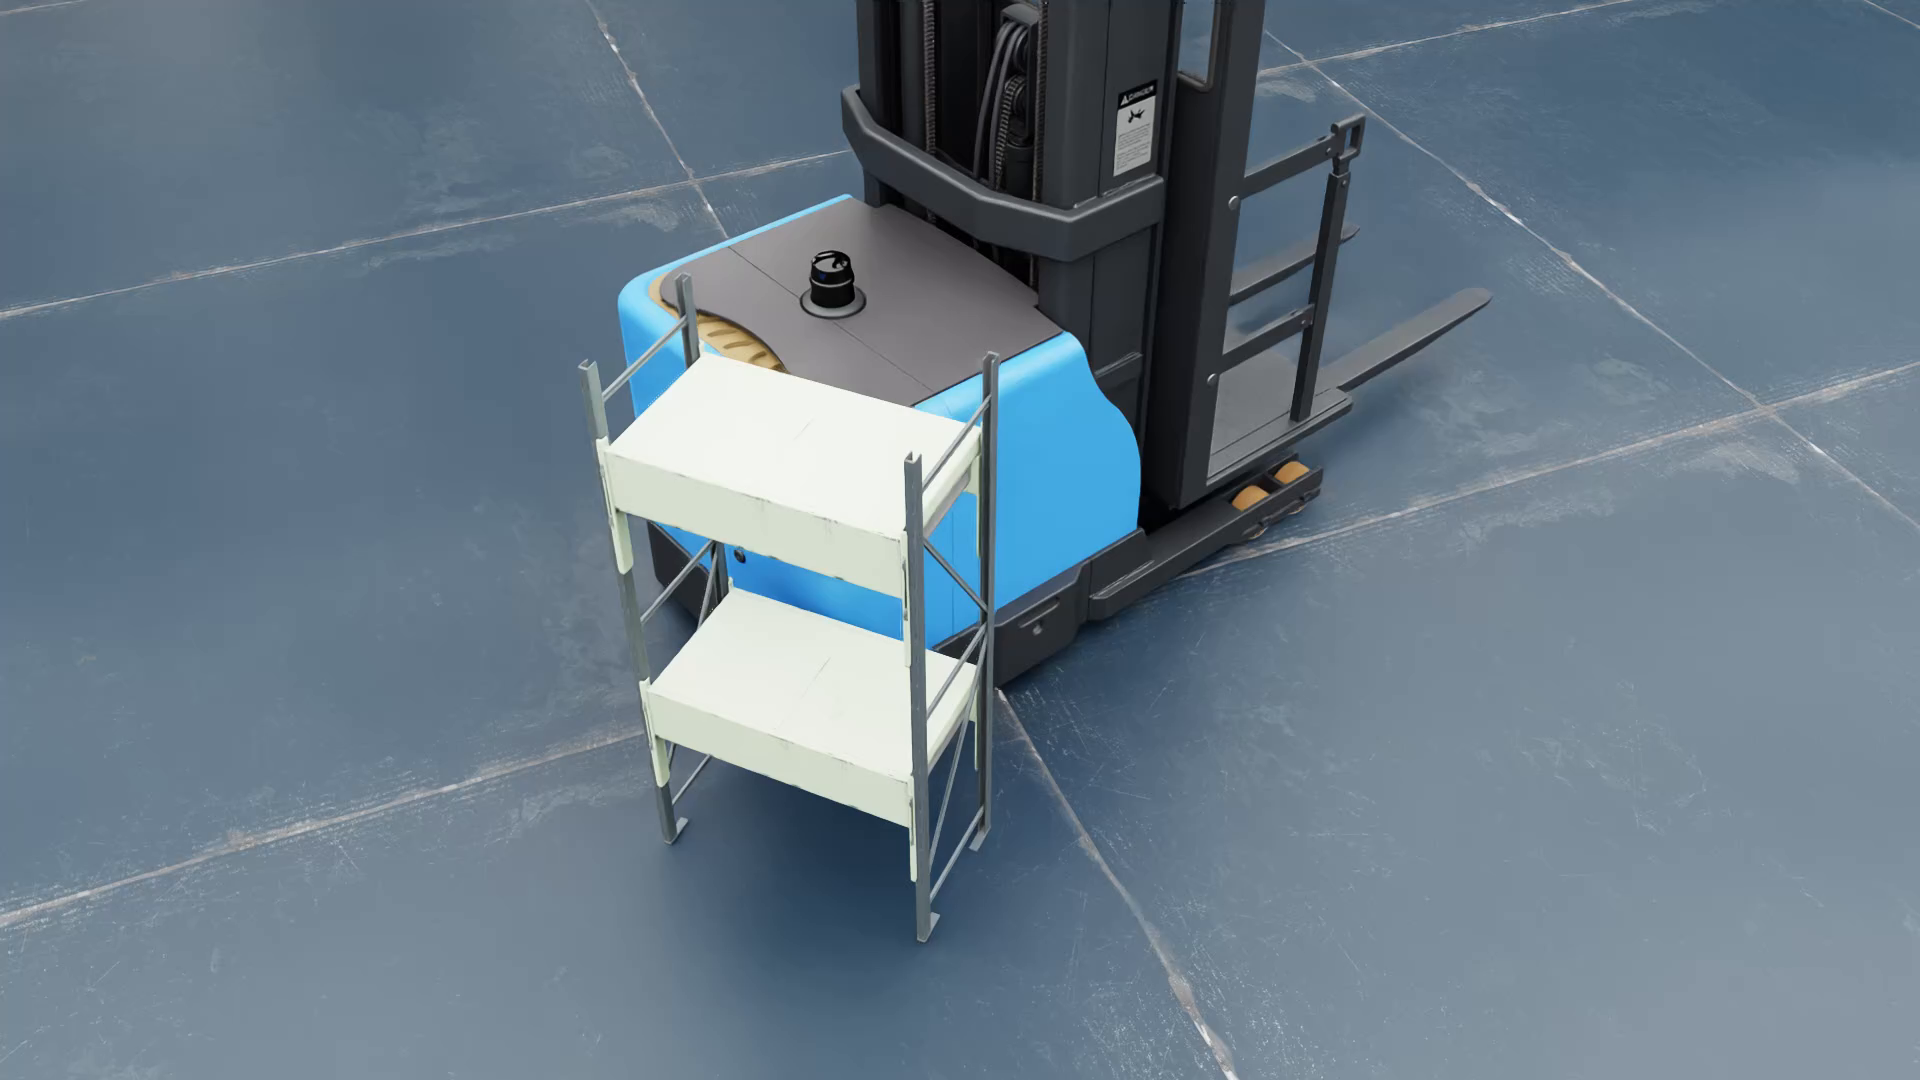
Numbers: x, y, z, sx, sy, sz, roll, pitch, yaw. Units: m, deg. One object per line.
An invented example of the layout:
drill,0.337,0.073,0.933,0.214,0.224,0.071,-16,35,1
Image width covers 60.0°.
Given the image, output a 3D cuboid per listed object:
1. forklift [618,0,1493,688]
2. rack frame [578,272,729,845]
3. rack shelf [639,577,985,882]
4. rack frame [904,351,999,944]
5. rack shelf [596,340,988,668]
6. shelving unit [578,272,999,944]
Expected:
forklift,0.530,-1.353,4.575,3.031,2.935,1.130,-29,48,-29
rack frame,-0.679,0.105,3.978,0.023,1.500,0.400,17,43,18
rack shelf,-0.346,0.452,4.075,0.720,0.370,0.431,17,43,18
rack frame,-0.013,0.304,3.746,0.023,1.500,0.400,17,43,18
rack shelf,-0.346,-0.092,3.608,0.720,0.370,0.431,17,43,18
shelving unit,-0.346,0.204,3.862,0.755,1.500,0.431,17,43,18
